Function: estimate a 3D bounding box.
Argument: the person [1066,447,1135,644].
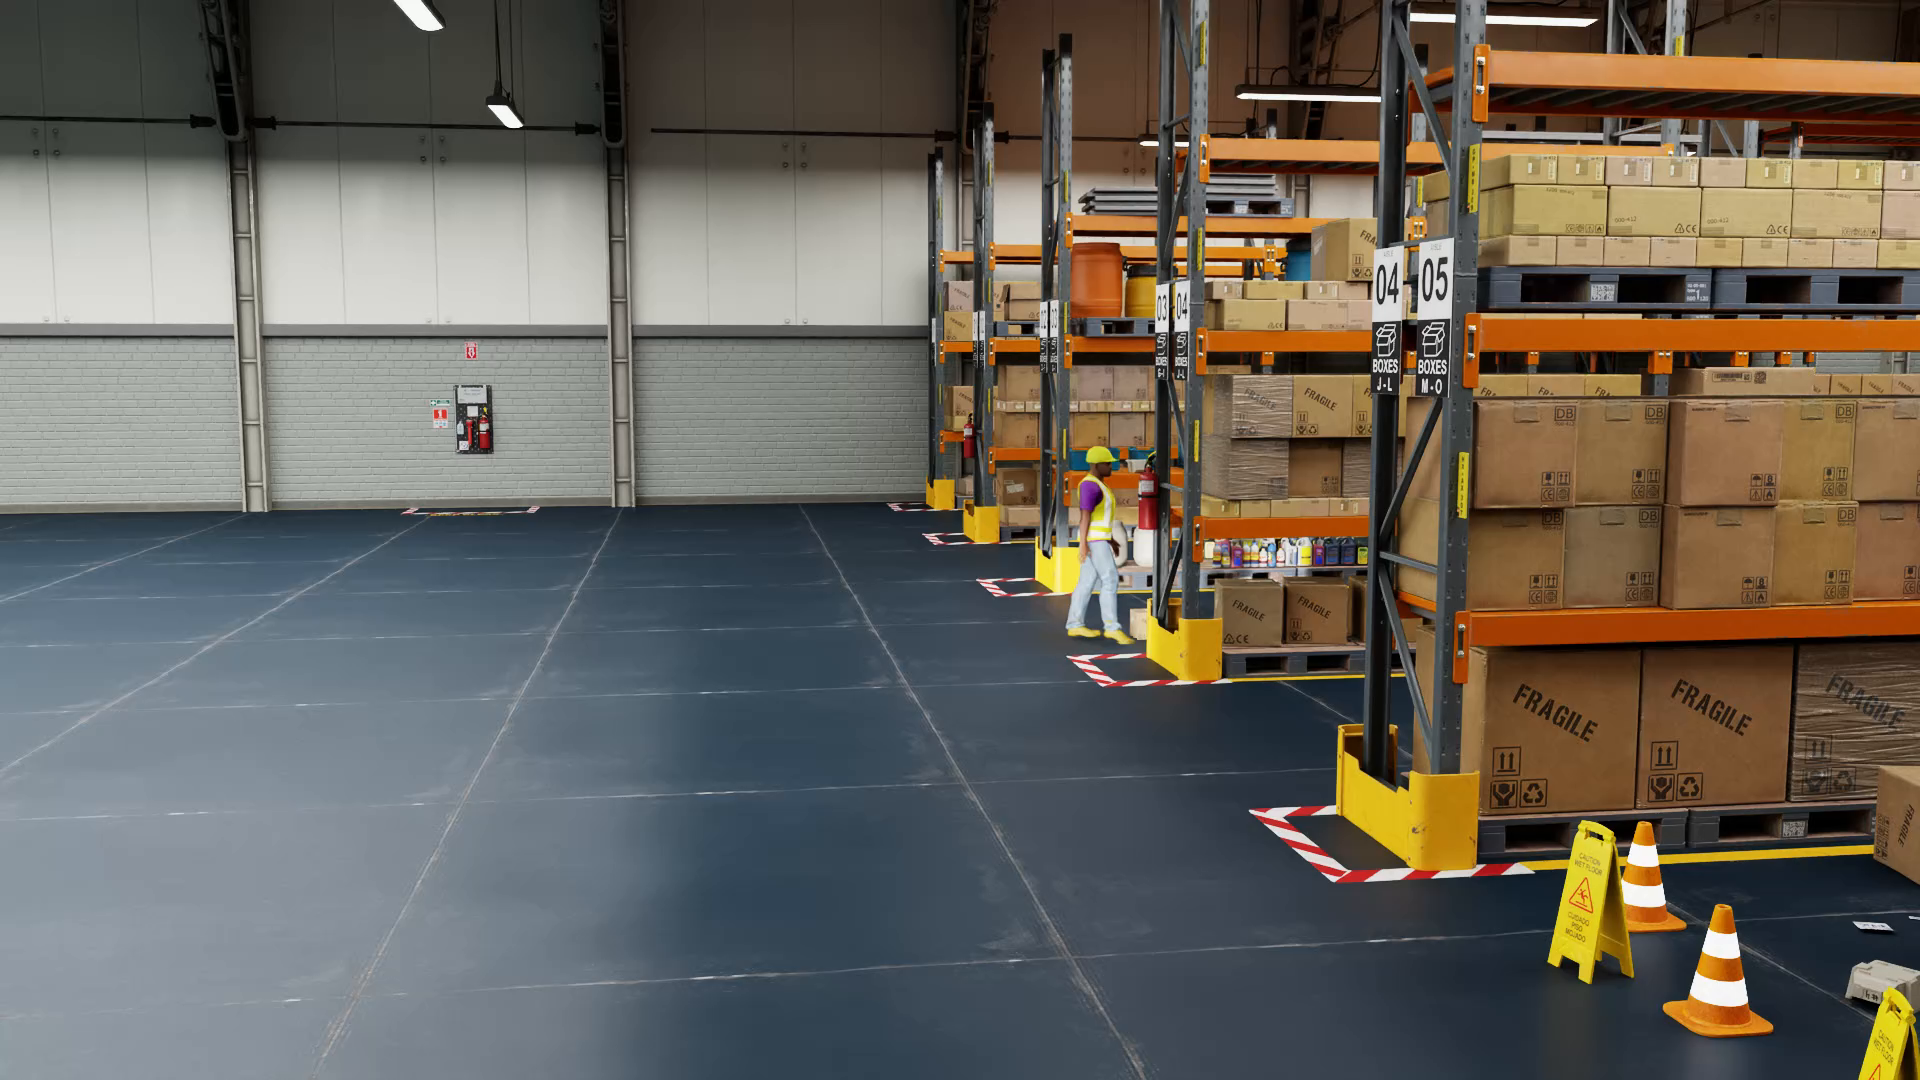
[{"bbox_3d":[1.301,0.036,15.290,0.641,1.789,0.627,1,6,6],"label":"person"}]
